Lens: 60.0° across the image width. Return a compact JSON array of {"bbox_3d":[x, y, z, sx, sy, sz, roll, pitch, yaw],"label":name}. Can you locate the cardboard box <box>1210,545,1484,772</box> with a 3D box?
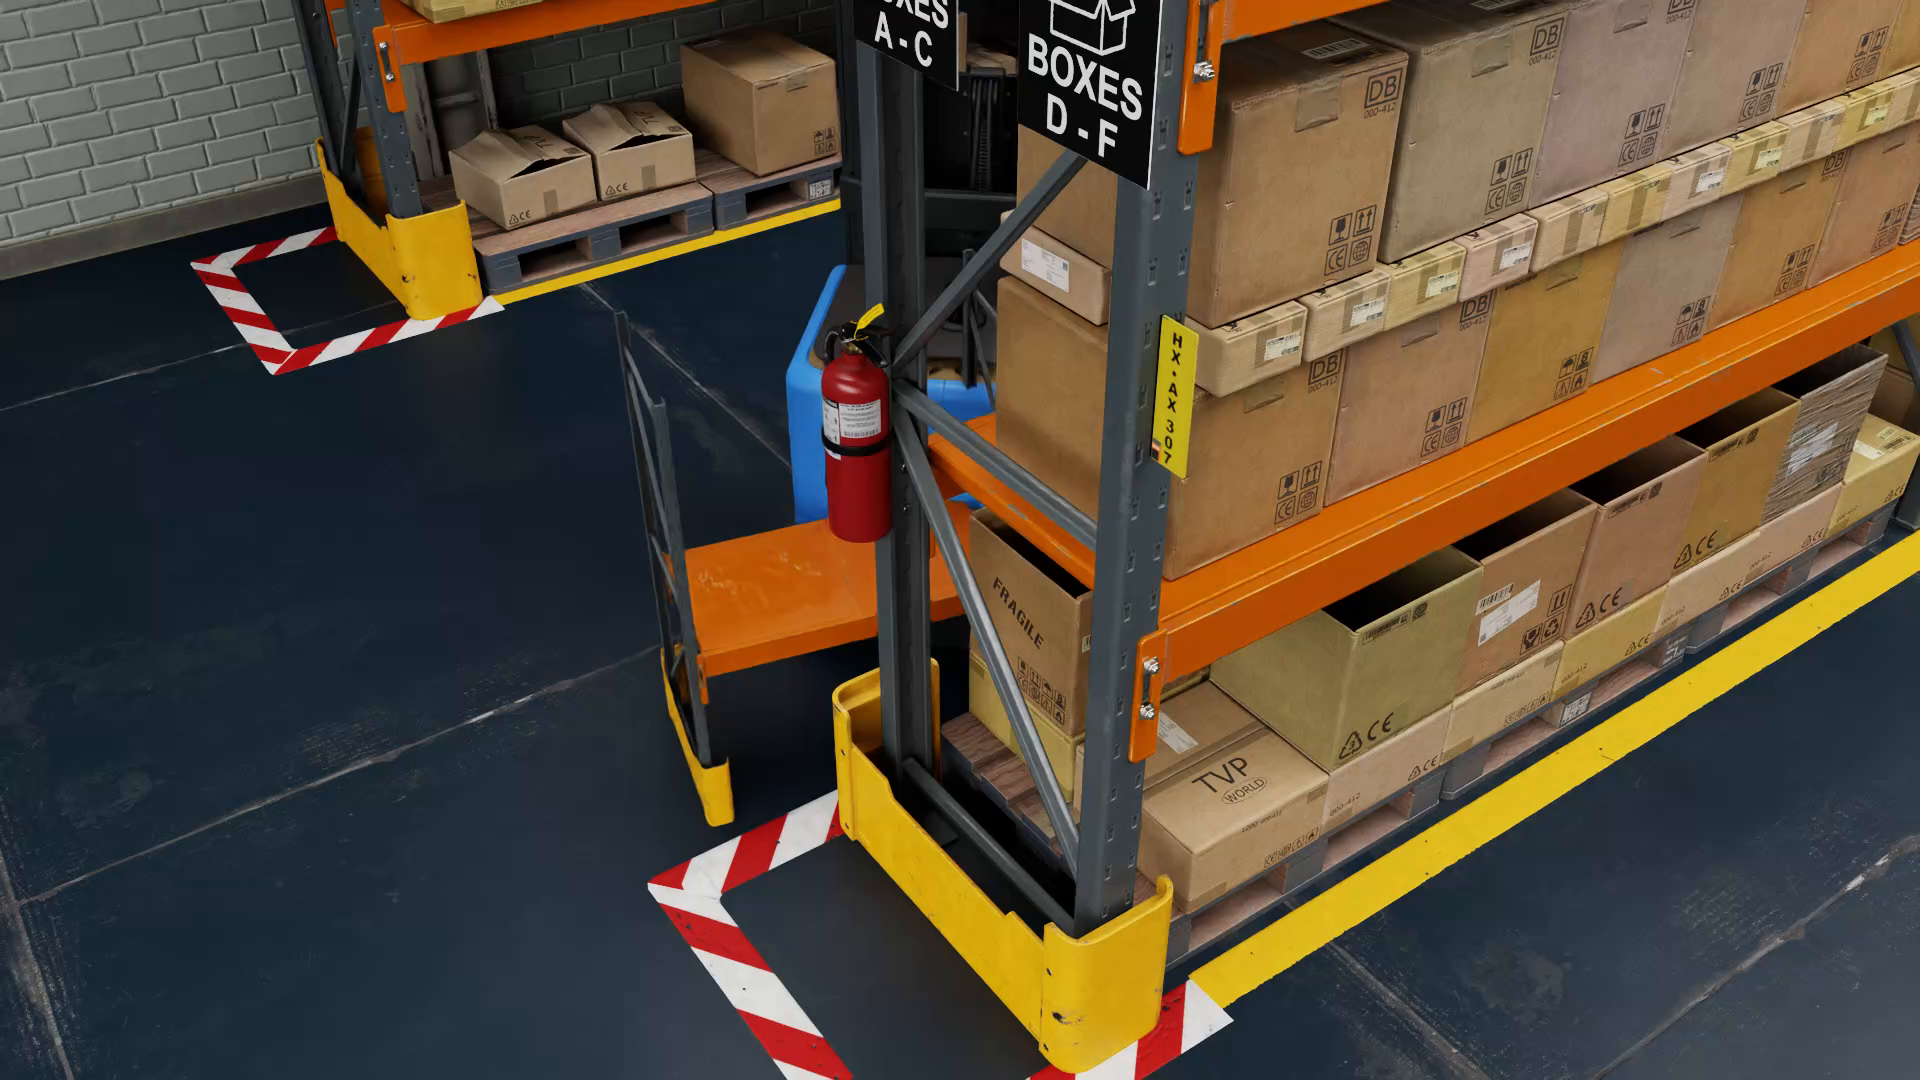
[{"bbox_3d":[1.079,0.238,4.704,0.500,0.500,0.500,-22,41,-28],"label":"cardboard box"}]

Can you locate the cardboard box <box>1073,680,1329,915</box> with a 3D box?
[{"bbox_3d":[0.671,0.711,4.687,0.500,0.250,0.500,-22,41,-28],"label":"cardboard box"}]

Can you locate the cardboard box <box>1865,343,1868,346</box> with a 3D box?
[{"bbox_3d":[3.546,-0.838,6.841,0.500,0.250,0.500,-23,42,-28],"label":"cardboard box"}]

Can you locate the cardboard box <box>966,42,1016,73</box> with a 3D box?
[{"bbox_3d":[0.097,-2.703,9.489,0.250,0.166,0.380,-28,44,-33],"label":"cardboard box"}]

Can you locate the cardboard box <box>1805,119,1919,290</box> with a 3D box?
[{"bbox_3d":[2.588,-1.214,5.283,0.500,0.500,0.700,-23,42,-28],"label":"cardboard box"}]

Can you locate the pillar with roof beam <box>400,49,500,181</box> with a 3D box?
[{"bbox_3d":[-0.198,-3.553,3.482,0.400,9.000,9.100,-22,41,-28],"label":"pillar with roof beam"}]

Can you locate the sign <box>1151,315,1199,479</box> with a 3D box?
[{"bbox_3d":[0.419,-0.277,3.257,0.005,0.325,0.100,-22,41,-28],"label":"sign"}]

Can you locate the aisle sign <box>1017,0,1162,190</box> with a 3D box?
[{"bbox_3d":[0.227,-1.047,2.911,0.004,0.787,0.394,-22,41,-28],"label":"aisle sign"}]

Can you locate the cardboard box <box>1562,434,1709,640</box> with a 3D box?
[{"bbox_3d":[1.899,-0.096,5.168,0.500,0.500,0.500,-22,41,-28],"label":"cardboard box"}]

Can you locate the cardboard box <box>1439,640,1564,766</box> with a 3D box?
[{"bbox_3d":[1.486,0.373,5.157,0.500,0.250,0.500,-22,41,-28],"label":"cardboard box"}]

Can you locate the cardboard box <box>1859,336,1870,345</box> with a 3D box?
[{"bbox_3d":[3.540,-1.061,6.671,0.500,0.311,0.500,-22,41,-28],"label":"cardboard box"}]

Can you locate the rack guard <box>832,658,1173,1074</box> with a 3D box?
[{"bbox_3d":[0.085,0.863,4.623,0.348,0.500,1.175,-22,41,-28],"label":"rack guard"}]

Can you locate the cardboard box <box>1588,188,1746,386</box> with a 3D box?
[{"bbox_3d":[1.757,-0.874,4.810,0.500,0.500,0.700,-21,41,-27],"label":"cardboard box"}]

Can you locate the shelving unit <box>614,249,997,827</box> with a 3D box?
[{"bbox_3d":[-0.357,0.002,4.953,1.083,1.500,0.587,-13,40,-16],"label":"shelving unit"}]

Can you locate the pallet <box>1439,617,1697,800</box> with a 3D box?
[{"bbox_3d":[1.702,0.286,5.671,1.213,0.211,1.003,-22,41,-28],"label":"pallet"}]

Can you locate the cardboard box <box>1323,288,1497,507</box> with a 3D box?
[{"bbox_3d":[0.920,-0.531,4.333,0.500,0.500,0.700,-21,41,-27],"label":"cardboard box"}]

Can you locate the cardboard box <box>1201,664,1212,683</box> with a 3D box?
[{"bbox_3d":[0.774,0.290,5.273,0.500,0.250,0.500,-22,41,-28],"label":"cardboard box"}]

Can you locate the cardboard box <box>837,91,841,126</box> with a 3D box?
[{"bbox_3d":[-0.802,-2.362,9.029,0.250,0.149,0.380,-26,43,-31],"label":"cardboard box"}]

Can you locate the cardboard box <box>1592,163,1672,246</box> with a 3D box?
[{"bbox_3d":[1.601,-0.928,4.330,0.250,0.149,0.380,-23,42,-28],"label":"cardboard box"}]

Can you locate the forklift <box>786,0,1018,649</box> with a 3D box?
[{"bbox_3d":[0.156,-1.645,6.027,1.130,2.935,3.031,5,36,6],"label":"forklift"}]

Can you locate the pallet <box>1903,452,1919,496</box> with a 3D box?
[{"bbox_3d":[3.954,-0.640,6.959,1.213,0.211,1.003,-22,41,-28],"label":"pallet"}]

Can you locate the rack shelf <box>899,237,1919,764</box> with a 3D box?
[{"bbox_3d":[1.739,-0.541,5.049,4.000,0.370,1.077,-22,41,-28],"label":"rack shelf"}]

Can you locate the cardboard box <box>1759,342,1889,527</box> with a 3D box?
[{"bbox_3d":[2.705,-0.442,5.648,0.500,0.500,0.500,-22,41,-28],"label":"cardboard box"}]

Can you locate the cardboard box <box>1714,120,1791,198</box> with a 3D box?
[{"bbox_3d":[2.021,-1.099,4.568,0.250,0.149,0.380,-21,41,-26],"label":"cardboard box"}]

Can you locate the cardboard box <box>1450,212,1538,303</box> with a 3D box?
[{"bbox_3d":[1.176,-0.751,4.084,0.250,0.149,0.380,-23,42,-29],"label":"cardboard box"}]

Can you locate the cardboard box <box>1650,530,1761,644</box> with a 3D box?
[{"bbox_3d":[2.306,0.039,5.622,0.500,0.250,0.500,-22,41,-28],"label":"cardboard box"}]

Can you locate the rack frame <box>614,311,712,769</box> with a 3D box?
[{"bbox_3d":[-0.840,0.115,4.807,0.032,1.500,0.500,-13,40,-16],"label":"rack frame"}]

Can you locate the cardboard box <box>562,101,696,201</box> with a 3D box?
[{"bbox_3d":[-1.669,-1.992,8.377,0.500,0.311,0.500,-19,40,-24],"label":"cardboard box"}]

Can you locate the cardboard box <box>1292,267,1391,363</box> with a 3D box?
[{"bbox_3d":[0.764,-0.584,3.851,0.250,0.149,0.380,-24,42,-29],"label":"cardboard box"}]

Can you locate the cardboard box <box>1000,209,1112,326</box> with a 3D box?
[{"bbox_3d":[0.307,-0.684,3.991,0.250,0.149,0.380,-23,42,-29],"label":"cardboard box"}]

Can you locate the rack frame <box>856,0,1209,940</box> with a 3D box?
[{"bbox_3d":[0.104,-0.160,3.904,0.127,3.000,1.000,-22,41,-28],"label":"rack frame"}]

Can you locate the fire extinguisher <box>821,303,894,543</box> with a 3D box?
[{"bbox_3d":[-0.260,-0.311,4.180,0.183,0.674,0.296,-22,41,-28],"label":"fire extinguisher"}]

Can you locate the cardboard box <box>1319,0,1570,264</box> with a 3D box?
[{"bbox_3d":[0.963,-1.076,3.980,0.500,0.500,0.700,-24,42,-29],"label":"cardboard box"}]

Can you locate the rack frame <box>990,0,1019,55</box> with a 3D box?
[{"bbox_3d":[0.517,-3.869,9.060,0.127,3.000,1.000,-22,41,-28],"label":"rack frame"}]

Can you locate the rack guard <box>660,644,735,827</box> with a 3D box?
[{"bbox_3d":[-0.822,0.605,5.195,0.087,0.250,0.587,-13,40,-16],"label":"rack guard"}]

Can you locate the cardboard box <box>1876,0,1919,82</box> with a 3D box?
[{"bbox_3d":[2.603,-1.750,4.918,0.500,0.500,0.700,-22,41,-28],"label":"cardboard box"}]

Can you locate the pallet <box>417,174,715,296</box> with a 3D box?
[{"bbox_3d":[-2.006,-1.673,8.396,1.213,0.211,1.003,-22,41,-28],"label":"pallet"}]

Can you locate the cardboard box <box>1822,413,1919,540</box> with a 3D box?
[{"bbox_3d":[3.121,-0.300,6.093,0.500,0.250,0.500,-22,41,-28],"label":"cardboard box"}]

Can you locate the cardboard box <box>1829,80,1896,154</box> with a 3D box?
[{"bbox_3d":[2.442,-1.275,4.812,0.250,0.149,0.380,-23,41,-28],"label":"cardboard box"}]

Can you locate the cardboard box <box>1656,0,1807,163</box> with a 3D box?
[{"bbox_3d":[1.784,-1.414,4.451,0.500,0.500,0.700,-22,41,-28],"label":"cardboard box"}]
